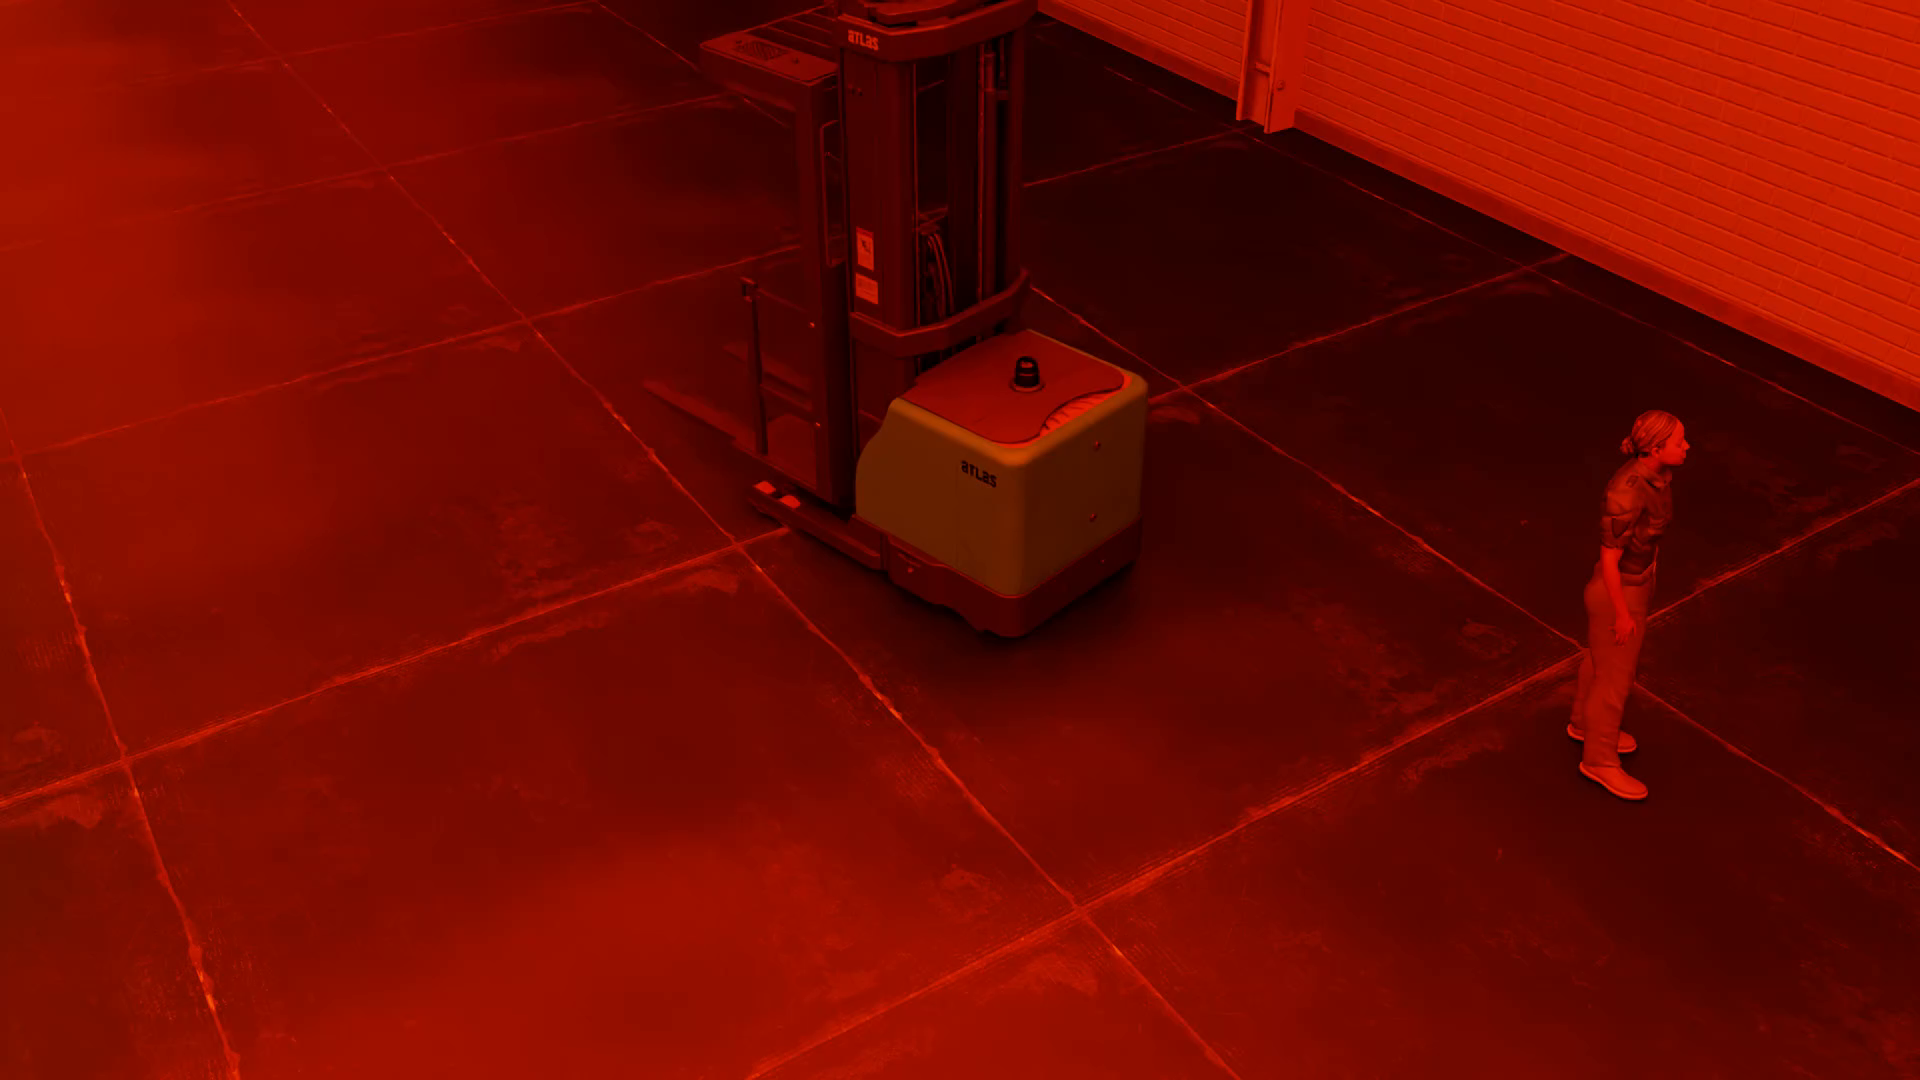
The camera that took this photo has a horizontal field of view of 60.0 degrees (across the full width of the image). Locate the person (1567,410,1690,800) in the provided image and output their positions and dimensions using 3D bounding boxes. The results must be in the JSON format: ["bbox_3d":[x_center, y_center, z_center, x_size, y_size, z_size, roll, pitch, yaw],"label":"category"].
[{"bbox_3d":[2.834,0.243,6.901,0.504,1.654,0.569,19,39,25],"label":"person"}]

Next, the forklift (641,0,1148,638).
[{"bbox_3d":[-0.505,-1.464,8.231,3.031,2.935,1.130,28,44,34],"label":"forklift"}]
